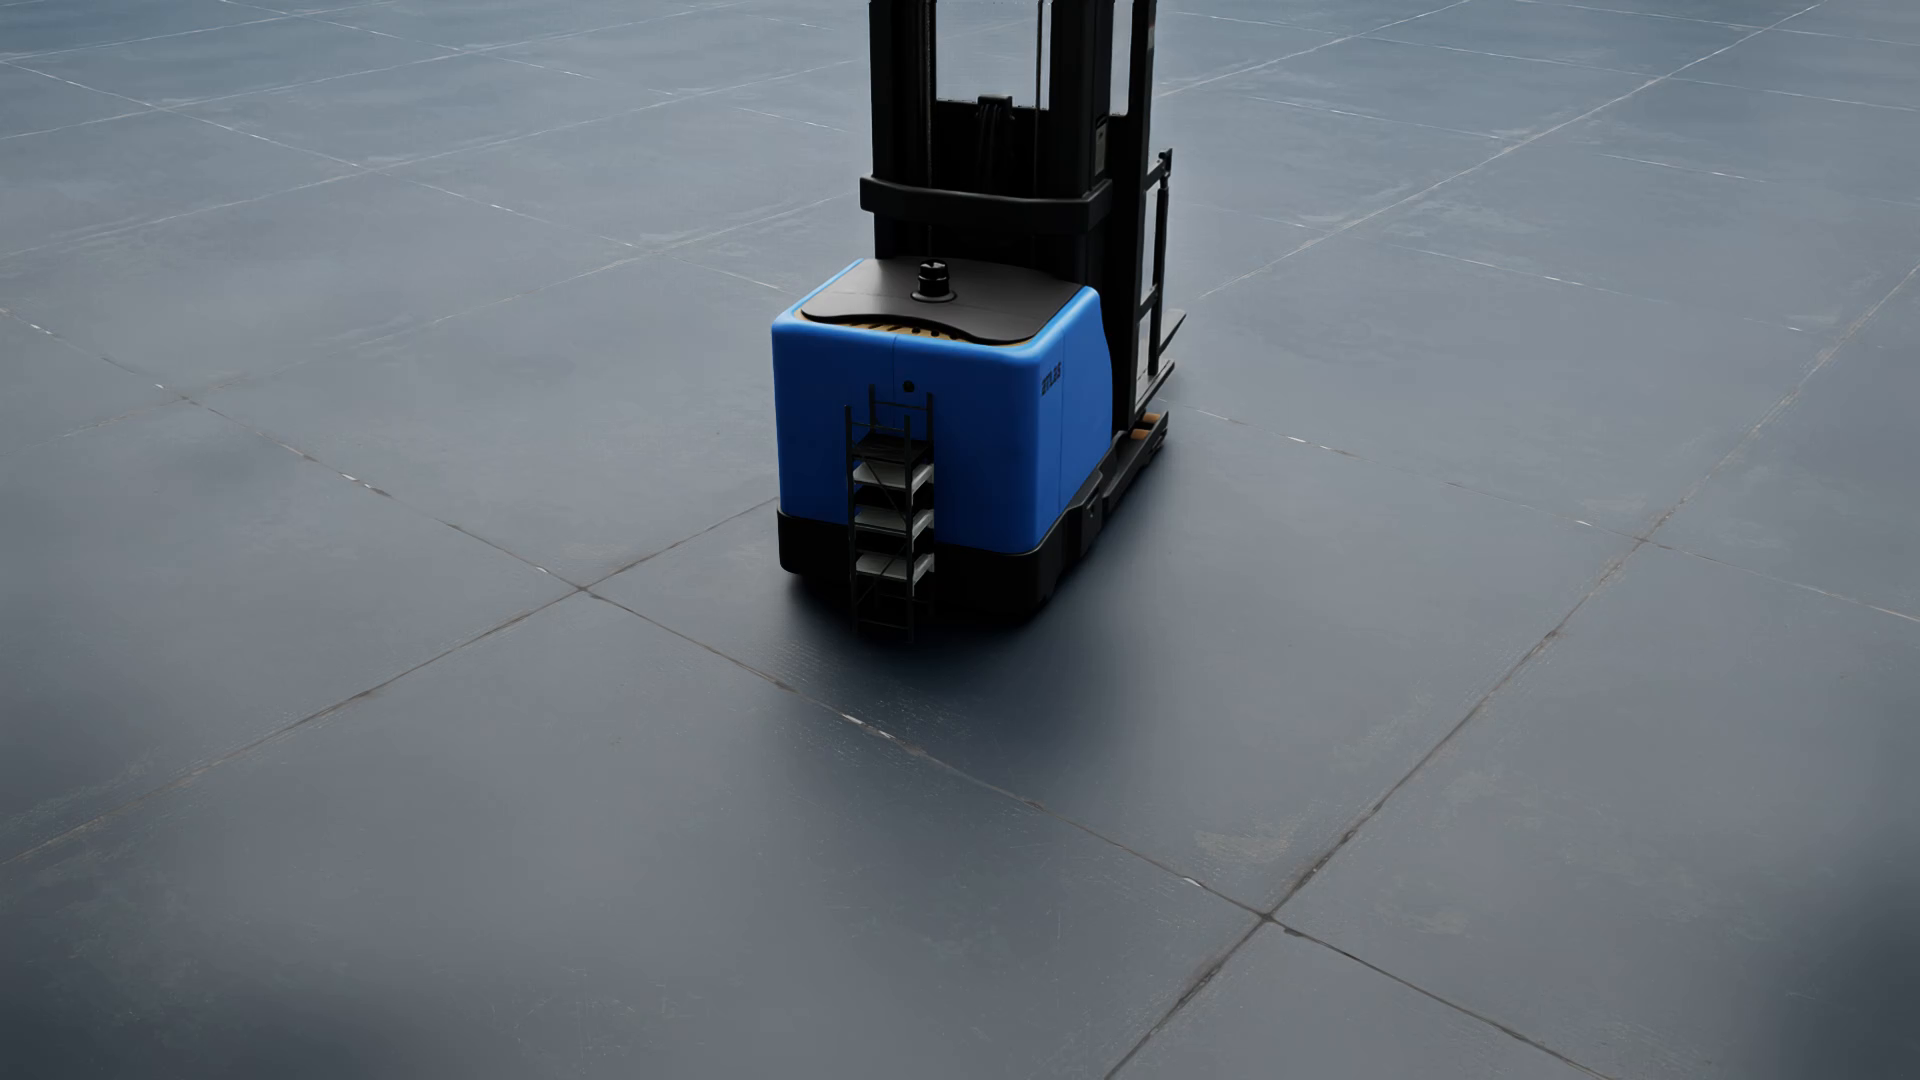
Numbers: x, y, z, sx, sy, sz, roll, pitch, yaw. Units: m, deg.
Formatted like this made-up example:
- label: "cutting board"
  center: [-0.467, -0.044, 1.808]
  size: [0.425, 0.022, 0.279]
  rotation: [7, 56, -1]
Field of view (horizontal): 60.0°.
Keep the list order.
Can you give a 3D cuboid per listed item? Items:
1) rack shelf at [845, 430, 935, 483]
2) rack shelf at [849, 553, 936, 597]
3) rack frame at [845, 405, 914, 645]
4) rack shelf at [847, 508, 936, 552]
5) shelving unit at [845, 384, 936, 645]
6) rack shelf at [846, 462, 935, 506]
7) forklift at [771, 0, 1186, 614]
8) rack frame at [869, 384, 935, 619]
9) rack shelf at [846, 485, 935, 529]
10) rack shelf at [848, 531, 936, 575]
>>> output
- label: "rack shelf"
  center: [-0.244, -0.294, 5.825]
  size: [0.258, 0.077, 0.200]
  rotation: [10, 29, 18]
- label: "rack shelf"
  center: [-0.244, 0.105, 6.031]
  size: [0.258, 0.077, 0.200]
  rotation: [10, 29, 18]
- label: "rack frame"
  center: [-0.280, -0.040, 5.849]
  size: [0.240, 0.900, 0.006]
  rotation: [10, 29, 18]
- label: "rack shelf"
  center: [-0.244, -0.055, 5.949]
  size: [0.258, 0.077, 0.200]
  rotation: [10, 29, 18]
- label: "shelving unit"
  center: [-0.244, -0.084, 5.933]
  size: [0.258, 0.900, 0.210]
  rotation: [10, 29, 18]
- label: "rack shelf"
  center: [-0.244, -0.214, 5.866]
  size: [0.258, 0.077, 0.200]
  rotation: [10, 29, 18]
- label: "forklift"
  center: [0.303, -1.690, 6.827]
  size: [1.130, 2.935, 3.031]
  rotation: [10, 29, 18]
- label: "rack frame"
  center: [-0.208, -0.128, 6.018]
  size: [0.240, 0.900, 0.006]
  rotation: [10, 29, 18]
- label: "rack shelf"
  center: [-0.244, -0.134, 5.907]
  size: [0.258, 0.077, 0.200]
  rotation: [10, 29, 18]
- label: "rack shelf"
  center: [-0.244, 0.025, 5.990]
  size: [0.258, 0.077, 0.200]
  rotation: [10, 29, 18]
